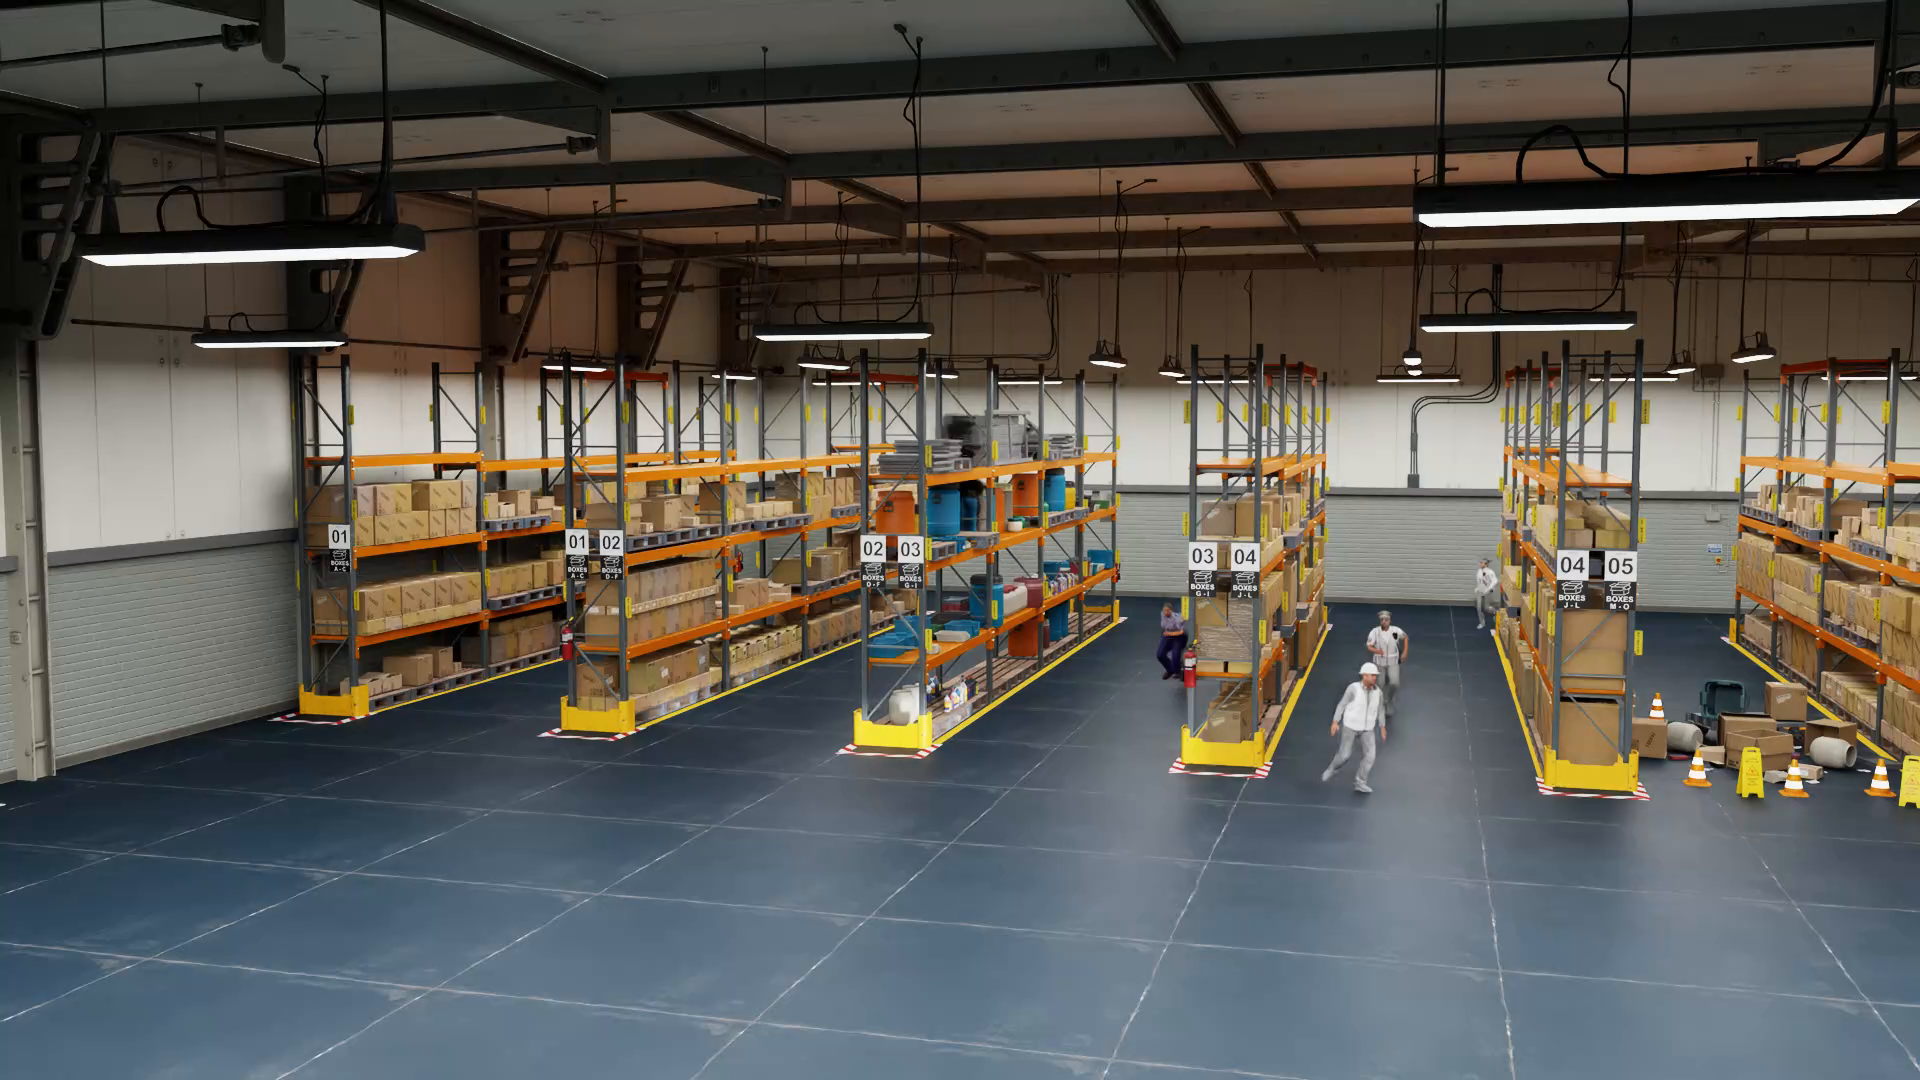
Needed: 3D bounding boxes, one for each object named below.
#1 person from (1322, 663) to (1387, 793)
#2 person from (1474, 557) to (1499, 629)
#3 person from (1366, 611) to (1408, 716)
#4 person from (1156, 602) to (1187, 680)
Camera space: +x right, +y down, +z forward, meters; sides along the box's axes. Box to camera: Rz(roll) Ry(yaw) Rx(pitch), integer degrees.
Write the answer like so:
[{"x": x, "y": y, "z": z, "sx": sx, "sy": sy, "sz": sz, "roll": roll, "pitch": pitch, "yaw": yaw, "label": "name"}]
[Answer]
[{"x": 5.273, "y": 2.474, "z": 22.245, "sx": 0.725, "sy": 1.719, "sz": 0.736, "roll": -1, "pitch": 5, "yaw": -18, "label": "person"}, {"x": 12.454, "y": 1.243, "z": 39.187, "sx": 0.674, "sy": 1.701, "sz": 0.625, "roll": -2, "pitch": 5, "yaw": -25, "label": "person"}, {"x": 7.104, "y": 2.045, "z": 27.641, "sx": 0.700, "sy": 1.753, "sz": 0.844, "roll": 1, "pitch": 4, "yaw": 8, "label": "person"}, {"x": 3.755, "y": 1.819, "z": 29.574, "sx": 0.661, "sy": 1.452, "sz": 0.919, "roll": 4, "pitch": 6, "yaw": 40, "label": "person"}]
